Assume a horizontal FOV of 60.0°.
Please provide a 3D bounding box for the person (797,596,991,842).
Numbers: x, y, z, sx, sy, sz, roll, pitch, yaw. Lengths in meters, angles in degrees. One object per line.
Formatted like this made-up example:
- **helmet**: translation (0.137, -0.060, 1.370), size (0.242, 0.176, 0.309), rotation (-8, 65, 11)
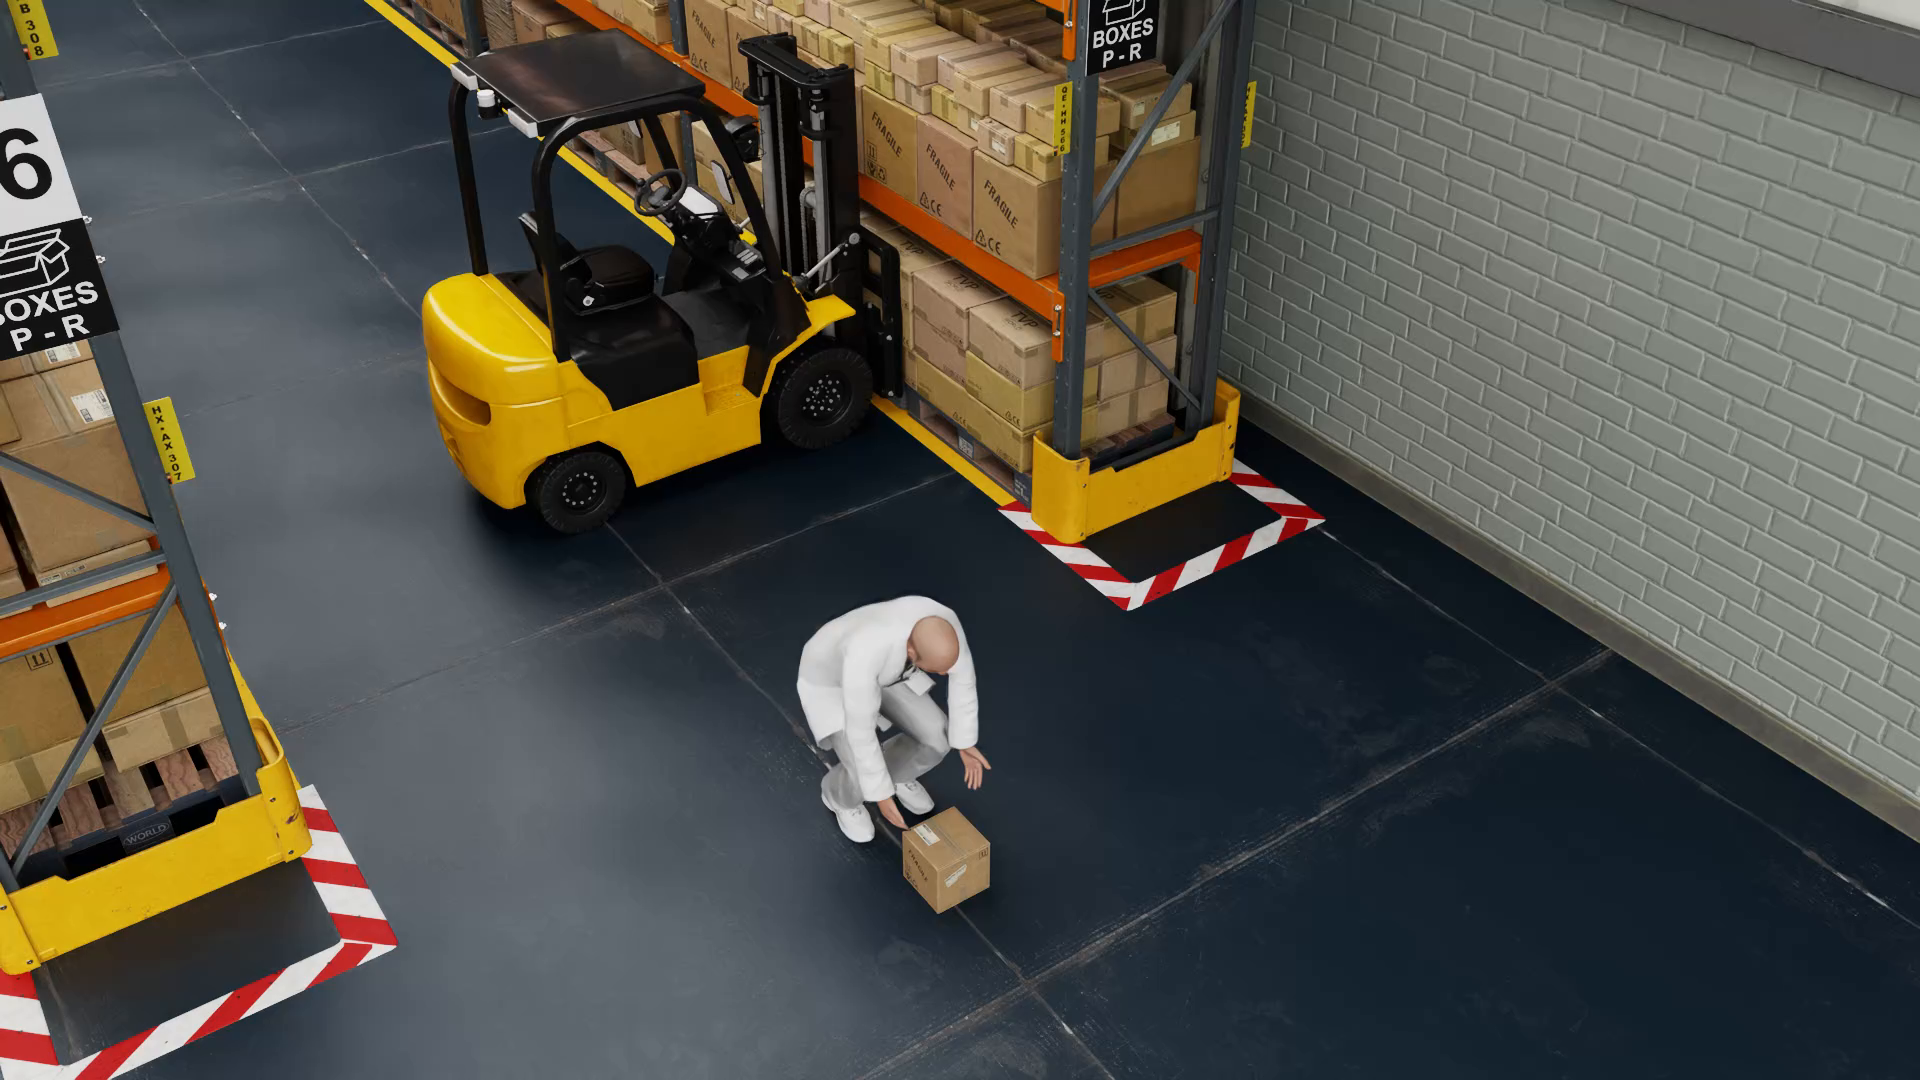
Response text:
- **person**: translation (-0.288, 0.651, 6.602), size (0.628, 1.211, 0.817), rotation (-22, 42, -28)
